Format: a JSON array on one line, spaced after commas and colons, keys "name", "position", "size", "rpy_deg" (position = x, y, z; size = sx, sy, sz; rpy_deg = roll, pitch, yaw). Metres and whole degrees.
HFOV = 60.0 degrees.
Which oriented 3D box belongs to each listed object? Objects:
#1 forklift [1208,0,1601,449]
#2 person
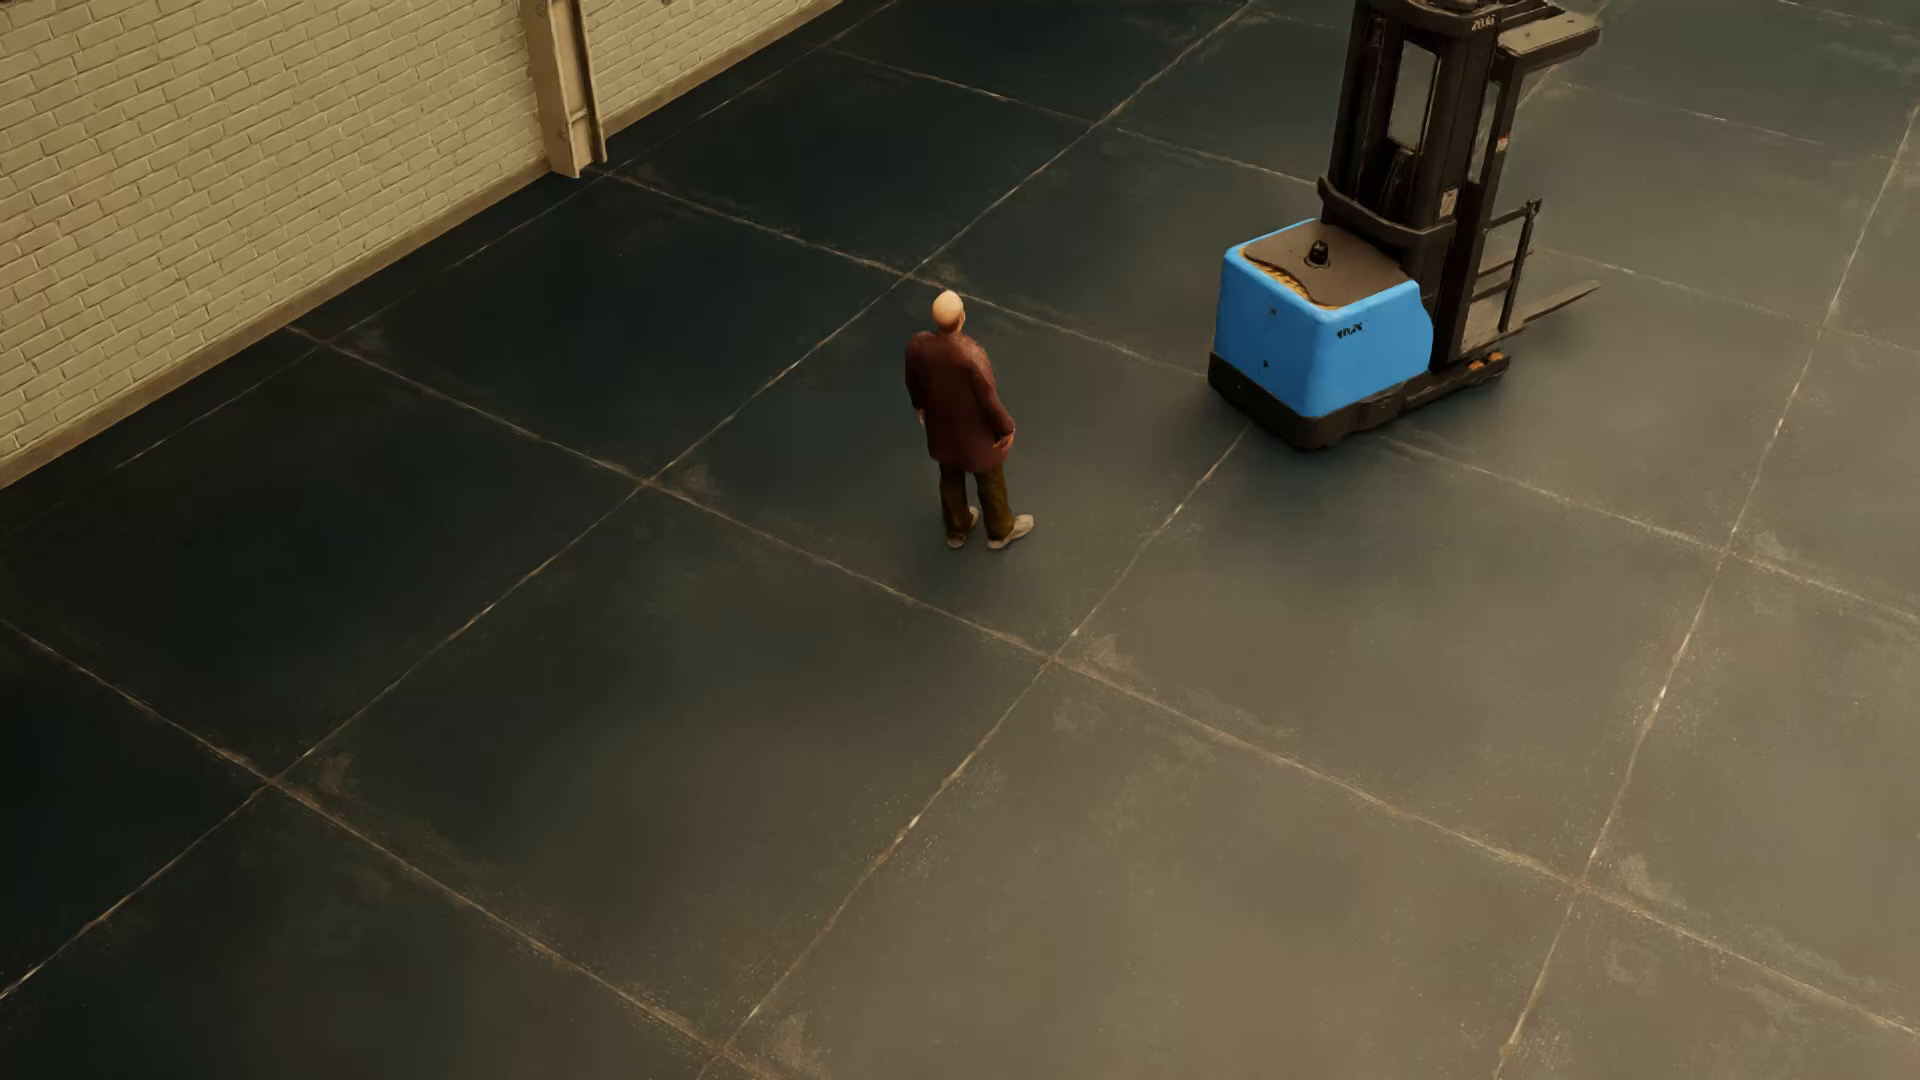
[{"name": "forklift", "position": [3.215, -2.453, 10.861], "size": [3.031, 2.935, 1.130], "rpy_deg": [-23, 45, -25]}, {"name": "person", "position": [0.053, -0.732, 9.712], "size": [0.694, 1.776, 0.580], "rpy_deg": [22, 45, 24]}]
